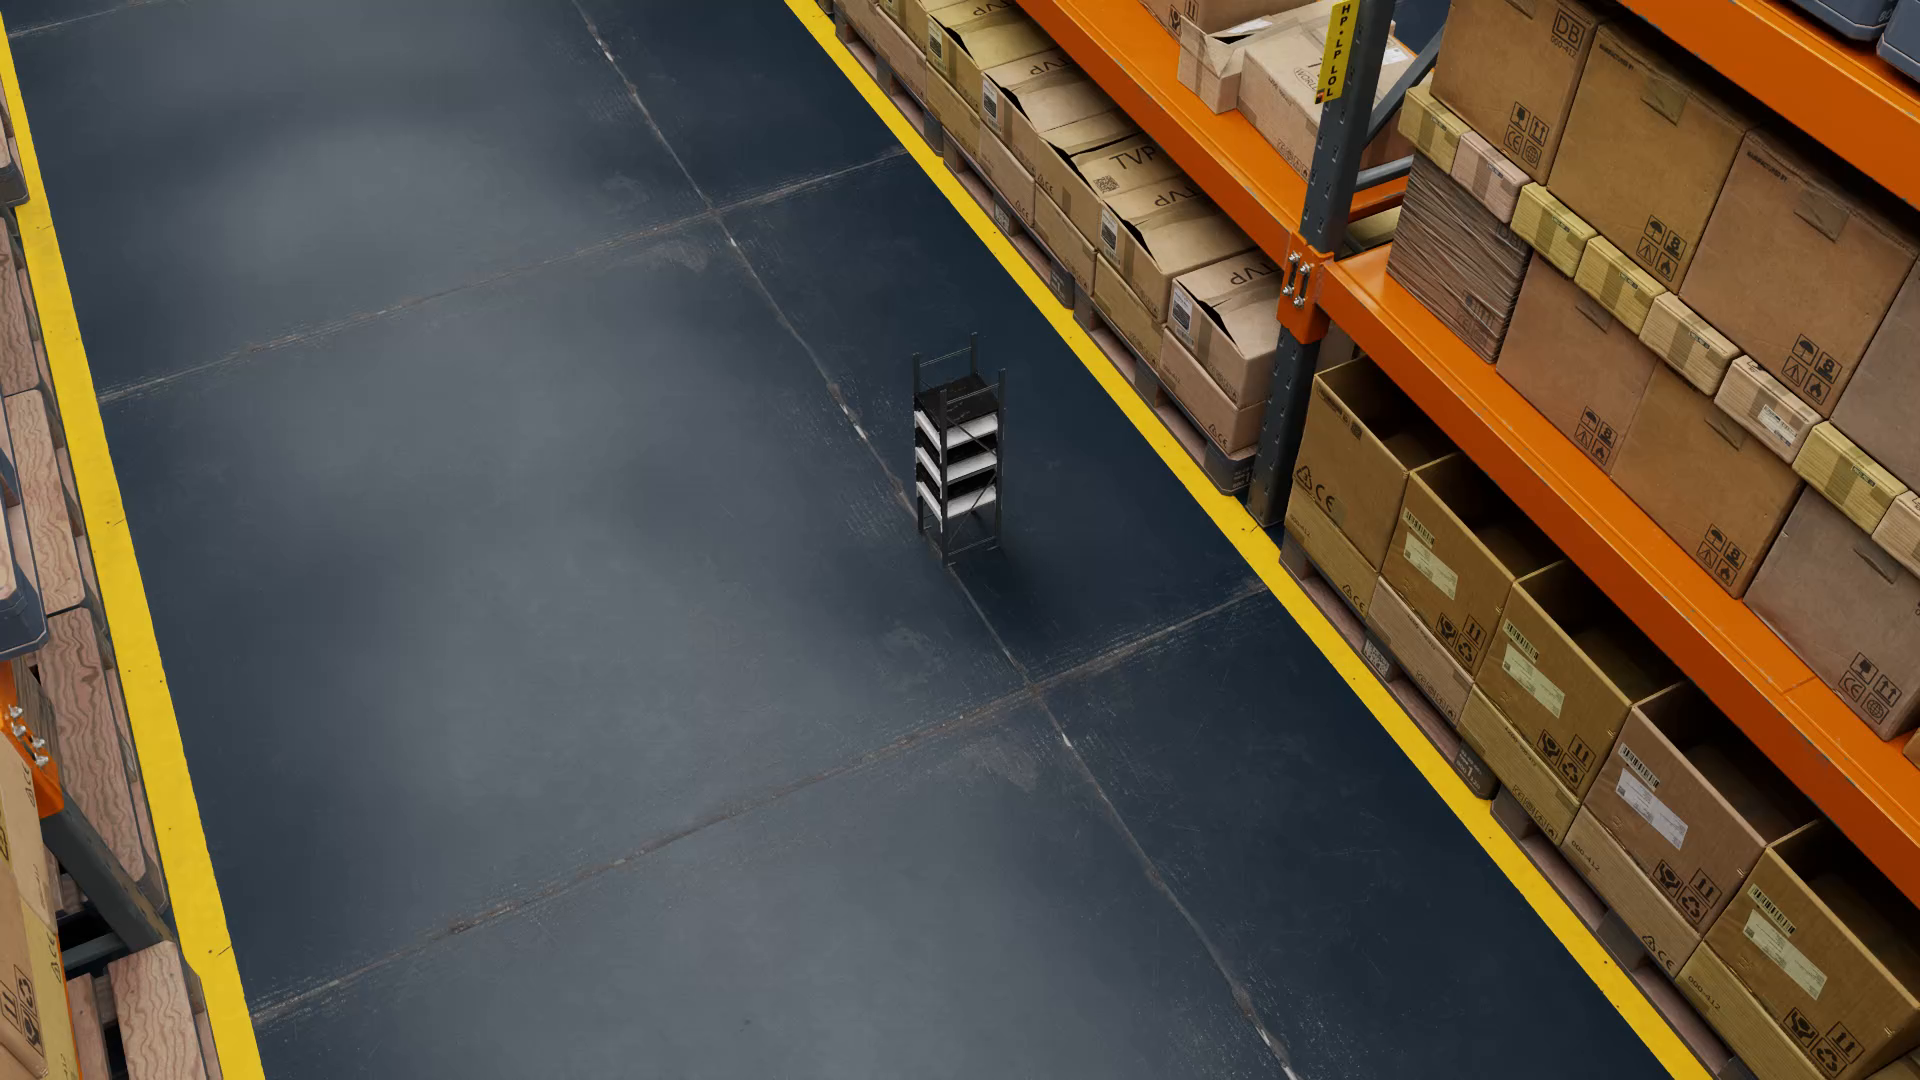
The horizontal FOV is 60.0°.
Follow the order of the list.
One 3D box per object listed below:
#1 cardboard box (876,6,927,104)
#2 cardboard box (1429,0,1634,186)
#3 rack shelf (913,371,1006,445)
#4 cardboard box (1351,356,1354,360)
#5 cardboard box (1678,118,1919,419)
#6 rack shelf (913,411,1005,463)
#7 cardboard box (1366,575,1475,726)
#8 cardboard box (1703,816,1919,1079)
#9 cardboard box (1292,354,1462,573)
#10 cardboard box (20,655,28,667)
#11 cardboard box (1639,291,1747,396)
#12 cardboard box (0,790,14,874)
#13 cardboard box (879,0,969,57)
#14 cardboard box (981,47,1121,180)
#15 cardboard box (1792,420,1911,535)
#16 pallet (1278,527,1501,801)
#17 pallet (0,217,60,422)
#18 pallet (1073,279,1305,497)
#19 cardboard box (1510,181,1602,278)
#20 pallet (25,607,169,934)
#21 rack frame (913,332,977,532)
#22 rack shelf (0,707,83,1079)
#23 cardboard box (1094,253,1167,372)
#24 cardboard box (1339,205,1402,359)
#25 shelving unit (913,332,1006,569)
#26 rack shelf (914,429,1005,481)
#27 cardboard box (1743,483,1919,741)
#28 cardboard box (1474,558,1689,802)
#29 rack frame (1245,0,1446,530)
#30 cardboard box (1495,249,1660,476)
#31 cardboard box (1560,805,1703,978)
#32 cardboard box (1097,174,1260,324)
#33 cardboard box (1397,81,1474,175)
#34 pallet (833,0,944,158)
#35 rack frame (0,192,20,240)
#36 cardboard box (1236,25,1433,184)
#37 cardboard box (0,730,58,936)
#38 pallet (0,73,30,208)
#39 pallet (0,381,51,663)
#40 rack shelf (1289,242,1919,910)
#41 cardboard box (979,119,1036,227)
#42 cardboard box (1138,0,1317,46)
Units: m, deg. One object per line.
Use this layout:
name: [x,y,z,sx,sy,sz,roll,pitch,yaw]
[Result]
cardboard box: [-0.060,-2.361,7.870,0.500,0.250,0.500,-23,53,-19]
cardboard box: [1.769,-1.404,4.557,0.700,0.500,0.500,-21,52,-17]
rack shelf: [-0.004,-0.458,5.738,0.258,0.077,0.200,-21,52,-18]
cardboard box: [1.597,-0.827,6.528,0.500,0.250,0.500,-22,52,-18]
cardboard box: [2.230,-0.731,3.968,0.700,0.500,0.500,-21,52,-18]
rack shelf: [-0.004,-0.398,5.806,0.258,0.077,0.200,-21,52,-18]
cardboard box: [1.728,0.280,5.560,0.500,0.250,0.500,-21,52,-18]
cardboard box: [2.411,1.038,4.399,0.500,0.500,0.500,-21,52,-18]
cardboard box: [1.495,-0.300,5.569,0.500,0.500,0.500,-21,52,-18]
cardboard box: [-3.475,0.333,5.335,0.700,0.500,0.500,-22,52,-18]
cardboard box: [1.980,-0.555,4.245,0.380,0.149,0.250,-23,53,-19]
cardboard box: [-2.351,0.476,3.429,0.500,0.500,0.500,-21,52,-18]
cardboard box: [-0.043,-2.533,7.648,0.500,0.311,0.500,-22,52,-18]
cardboard box: [0.424,-1.847,7.048,0.500,0.311,0.500,-22,52,-18]
cardboard box: [2.224,-0.203,3.937,0.380,0.149,0.250,-22,52,-18]
pallet: [1.887,0.226,5.912,1.003,0.211,1.213,-21,52,-18]
pallet: [-4.316,-0.765,6.779,1.003,0.211,1.213,-21,52,-18]
pallet: [1.189,-0.800,6.810,1.003,0.211,1.213,-21,52,-18]
cardboard box: [1.746,-0.898,4.546,0.380,0.149,0.250,-22,53,-18]
pallet: [-3.200,0.868,5.351,1.003,0.211,1.213,-21,52,-18]
rack frame: [-0.050,-0.370,5.976,0.240,0.900,0.006,-21,52,-18]
rack shelf: [-1.927,2.046,2.946,1.077,0.370,4.000,-21,52,-18]
cardboard box: [0.883,-0.989,6.670,0.500,0.250,0.500,-22,52,-18]
cardboard box: [1.593,-1.019,6.323,0.500,0.311,0.500,-21,52,-17]
shelving unit: [-0.004,-0.302,5.916,0.258,0.900,0.210,-21,52,-18]
rack shelf: [-0.004,-0.339,5.873,0.258,0.077,0.200,-21,52,-18]
cardboard box: [2.478,0.054,4.144,0.700,0.500,0.500,-20,52,-16]
cardboard box: [1.952,0.369,4.984,0.500,0.500,0.500,-21,52,-18]
rack frame: [1.561,-1.239,5.341,1.000,3.000,0.127,-21,52,-18]
cardboard box: [2.017,-0.626,4.738,0.700,0.500,0.500,-22,52,-18]
cardboard box: [2.186,0.949,4.975,0.500,0.250,0.500,-21,52,-18]
cardboard box: [0.877,-1.175,6.460,0.500,0.311,0.500,-20,52,-17]
cardboard box: [1.512,-1.239,4.843,0.380,0.149,0.250,-21,52,-18]
pallet: [0.072,-2.433,8.238,1.003,0.211,1.213,-21,52,-18]
rack frame: [-4.673,-2.207,6.188,1.000,3.000,0.127,-21,52,-18]
cardboard box: [1.297,-1.504,5.672,0.500,0.250,0.500,-18,51,-15]
cardboard box: [-2.356,0.726,3.709,0.500,0.250,0.500,-21,52,-17]
pallet: [-4.966,-1.843,7.721,1.003,0.211,1.213,-21,52,-18]
pallet: [-3.063,-0.028,4.409,1.003,0.211,1.213,-21,52,-18]
rack shelf: [2.476,0.337,4.441,1.077,0.370,4.000,-21,52,-18]
cardboard box: [0.417,-1.672,7.267,0.500,0.250,0.500,-20,52,-17]
cardboard box: [0.983,-2.144,6.066,0.500,0.500,0.500,-18,51,-15]
